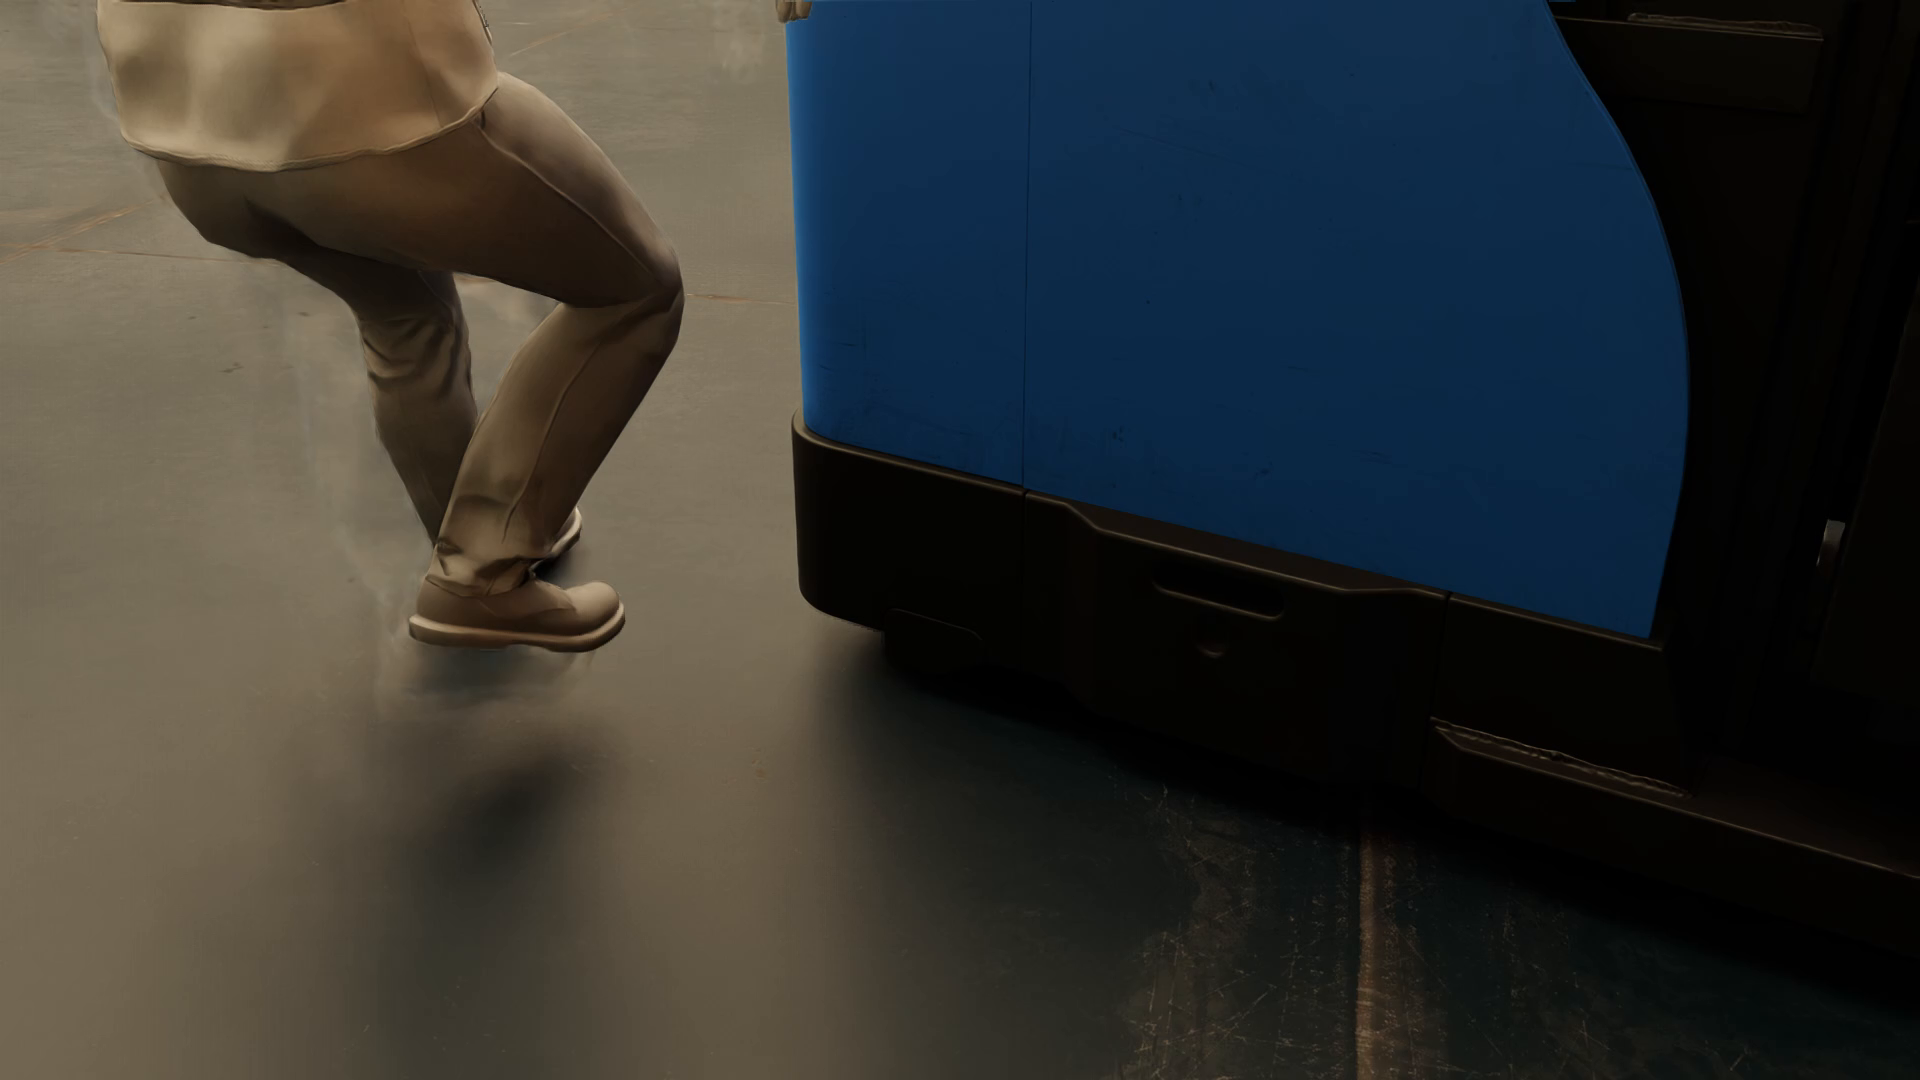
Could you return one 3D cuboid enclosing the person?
[{"bbox_3d":[-0.578,-0.534,1.816,0.950,1.560,0.726,12,29,22],"label":"person"}]

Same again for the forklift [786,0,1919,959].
[{"bbox_3d":[1.318,-1.029,1.285,3.031,2.935,1.130,15,30,27],"label":"forklift"}]
